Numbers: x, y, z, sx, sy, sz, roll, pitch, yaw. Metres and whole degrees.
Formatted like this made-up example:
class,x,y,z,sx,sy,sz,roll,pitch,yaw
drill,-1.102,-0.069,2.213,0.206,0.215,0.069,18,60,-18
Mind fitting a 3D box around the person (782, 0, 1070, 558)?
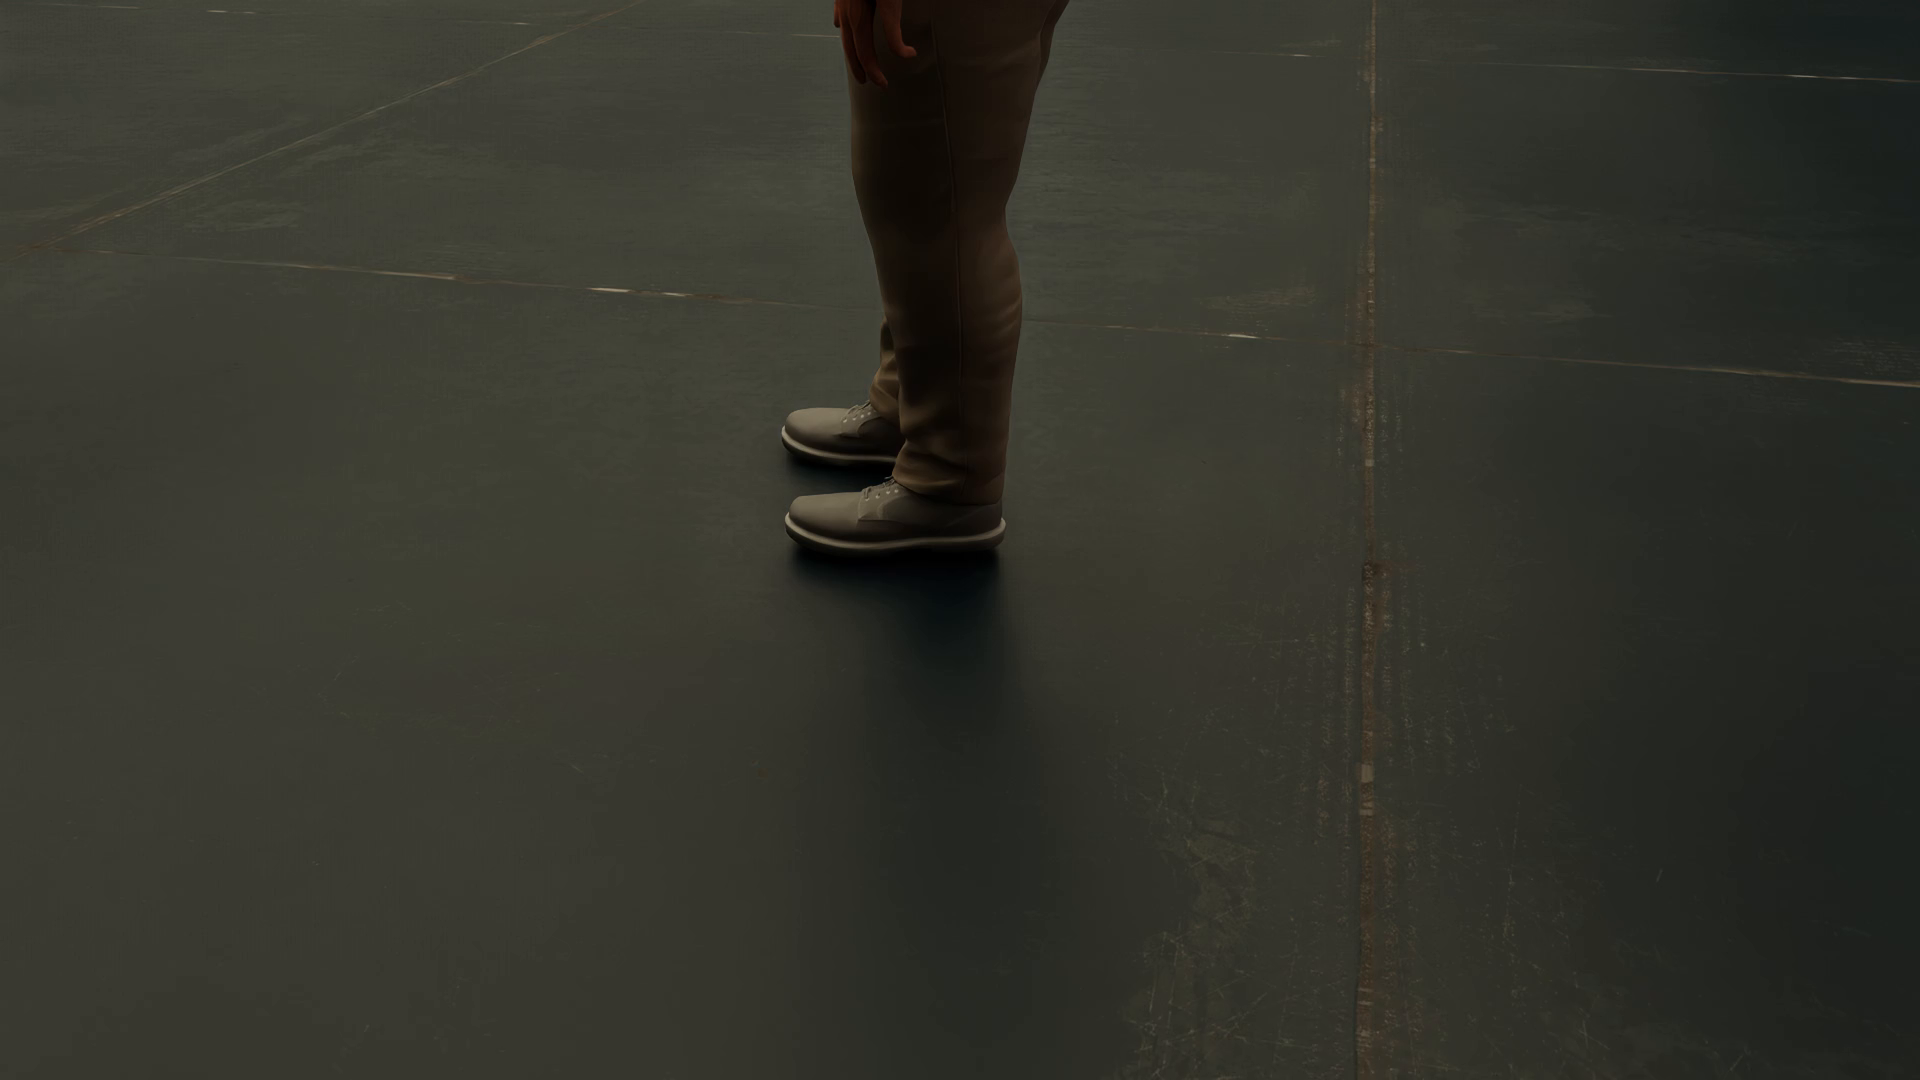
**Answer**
class,x,y,z,sx,sy,sz,roll,pitch,yaw
person,-0.085,-0.792,2.136,0.551,1.727,0.640,6,27,11
